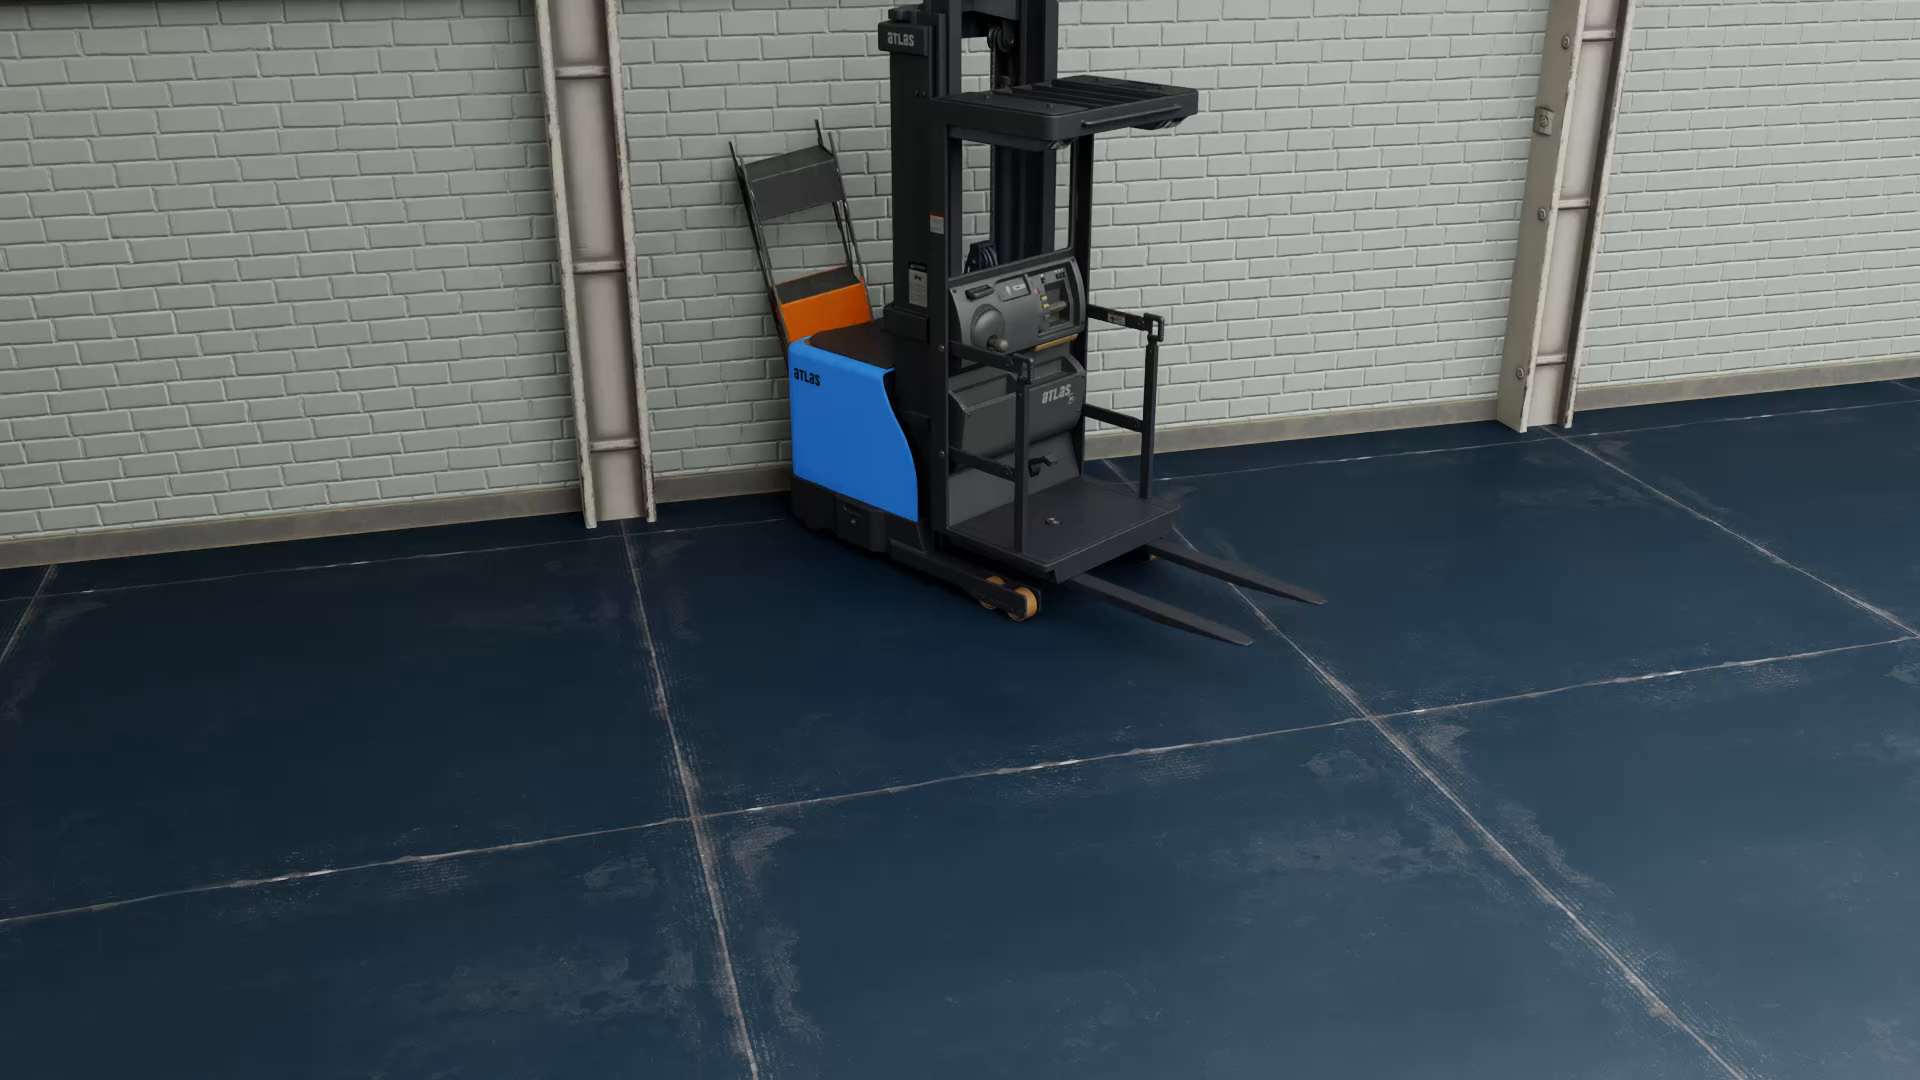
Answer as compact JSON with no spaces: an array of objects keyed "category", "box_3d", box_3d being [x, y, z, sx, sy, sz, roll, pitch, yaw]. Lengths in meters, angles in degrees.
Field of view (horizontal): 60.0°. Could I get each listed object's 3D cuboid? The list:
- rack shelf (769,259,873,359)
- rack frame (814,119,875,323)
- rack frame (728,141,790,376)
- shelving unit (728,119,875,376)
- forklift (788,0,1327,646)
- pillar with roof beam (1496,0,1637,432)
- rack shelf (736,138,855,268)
[{"category":"rack shelf","box_3d":[-0.767,-1.229,9.379,0.480,0.518,0.431,-17,27,-9]},{"category":"rack frame","box_3d":[-0.539,-1.311,9.412,0.015,2.100,0.400,-17,27,-9]},{"category":"rack frame","box_3d":[-1.000,-1.170,9.333,0.015,2.100,0.400,-17,27,-9]},{"category":"shelving unit","box_3d":[-0.770,-1.241,9.373,0.503,2.100,0.431,-17,27,-9]},{"category":"forklift","box_3d":[0.451,-1.174,8.268,3.031,2.935,1.130,21,31,40]},{"category":"pillar with roof beam","box_3d":[4.976,-3.285,5.494,0.400,9.000,9.100,-6,24,-14]},{"category":"rack shelf","box_3d":[-0.900,-1.840,9.064,0.480,0.518,0.431,-17,27,-9]}]
